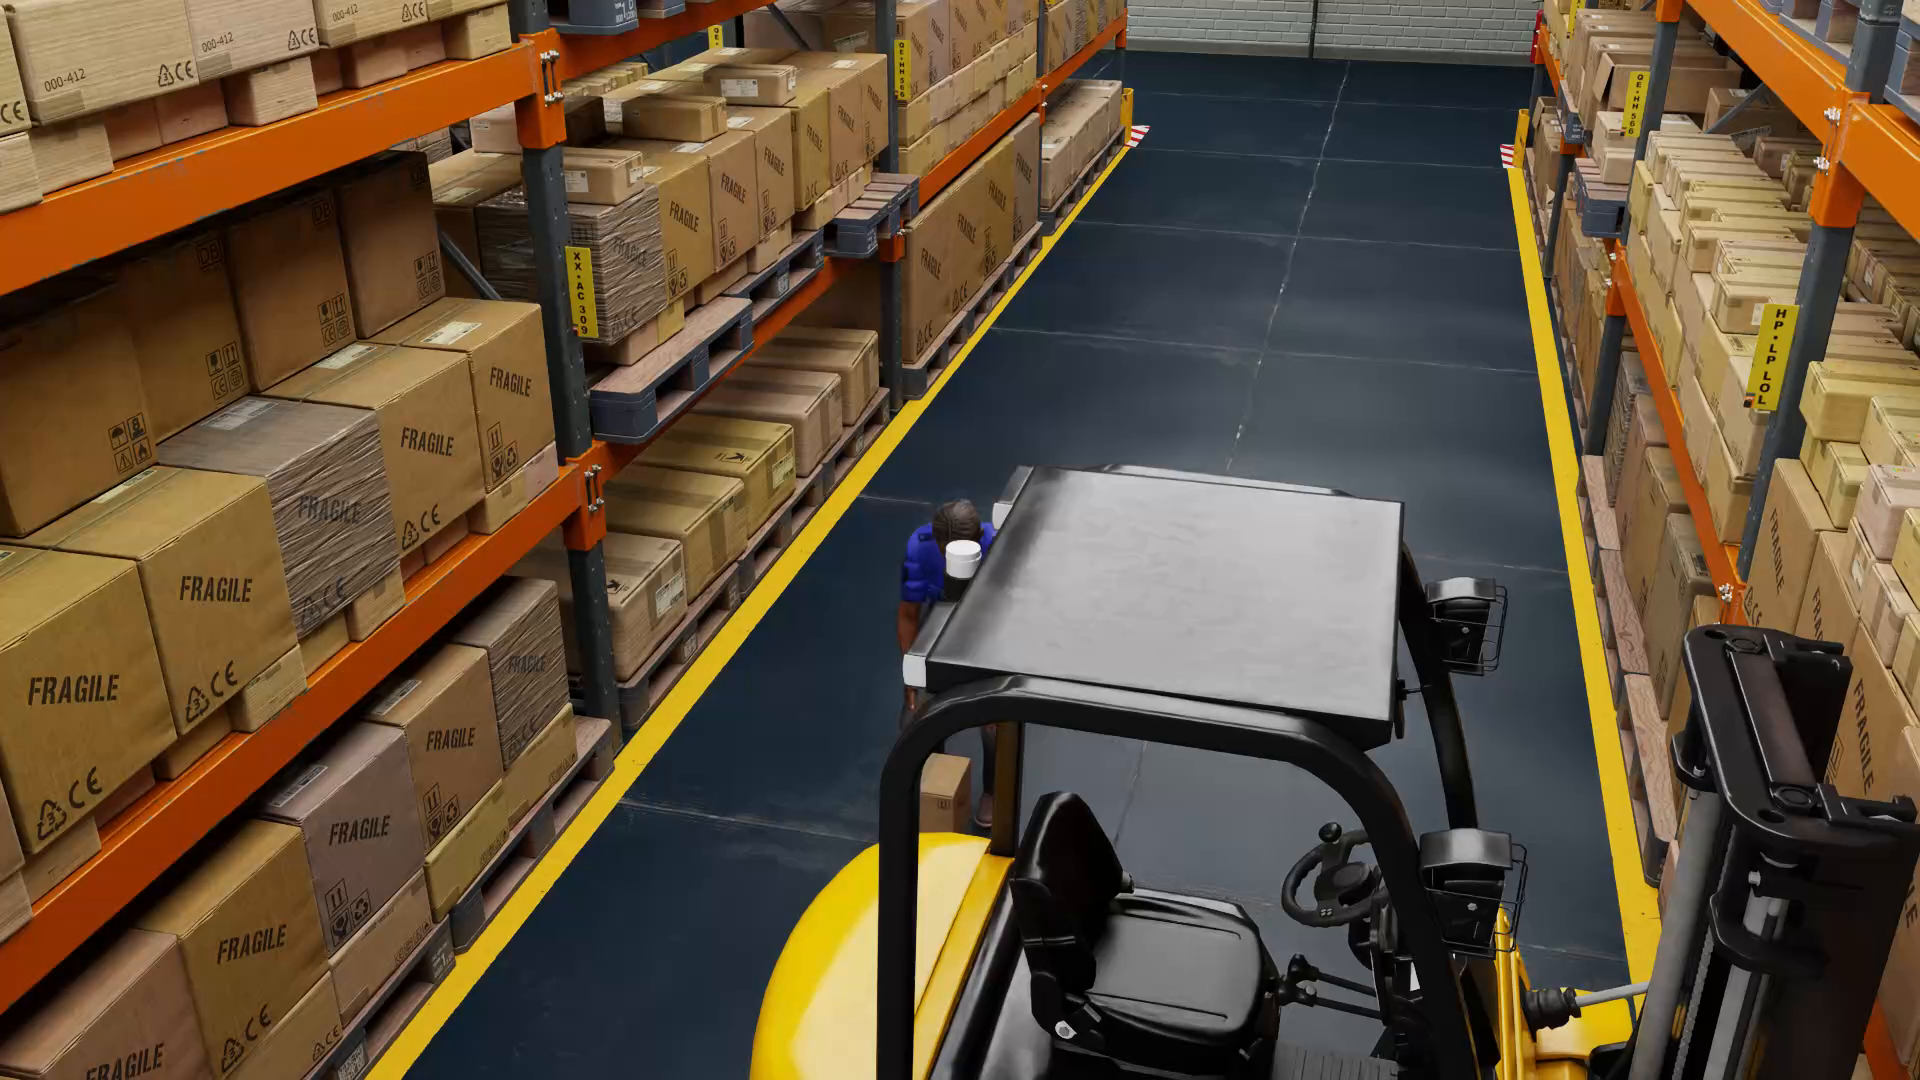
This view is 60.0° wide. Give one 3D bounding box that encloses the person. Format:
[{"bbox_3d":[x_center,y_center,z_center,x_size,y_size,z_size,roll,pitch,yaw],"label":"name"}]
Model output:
[{"bbox_3d":[0.036,0.415,6.069,0.495,1.391,0.616,6,26,13],"label":"person"}]
